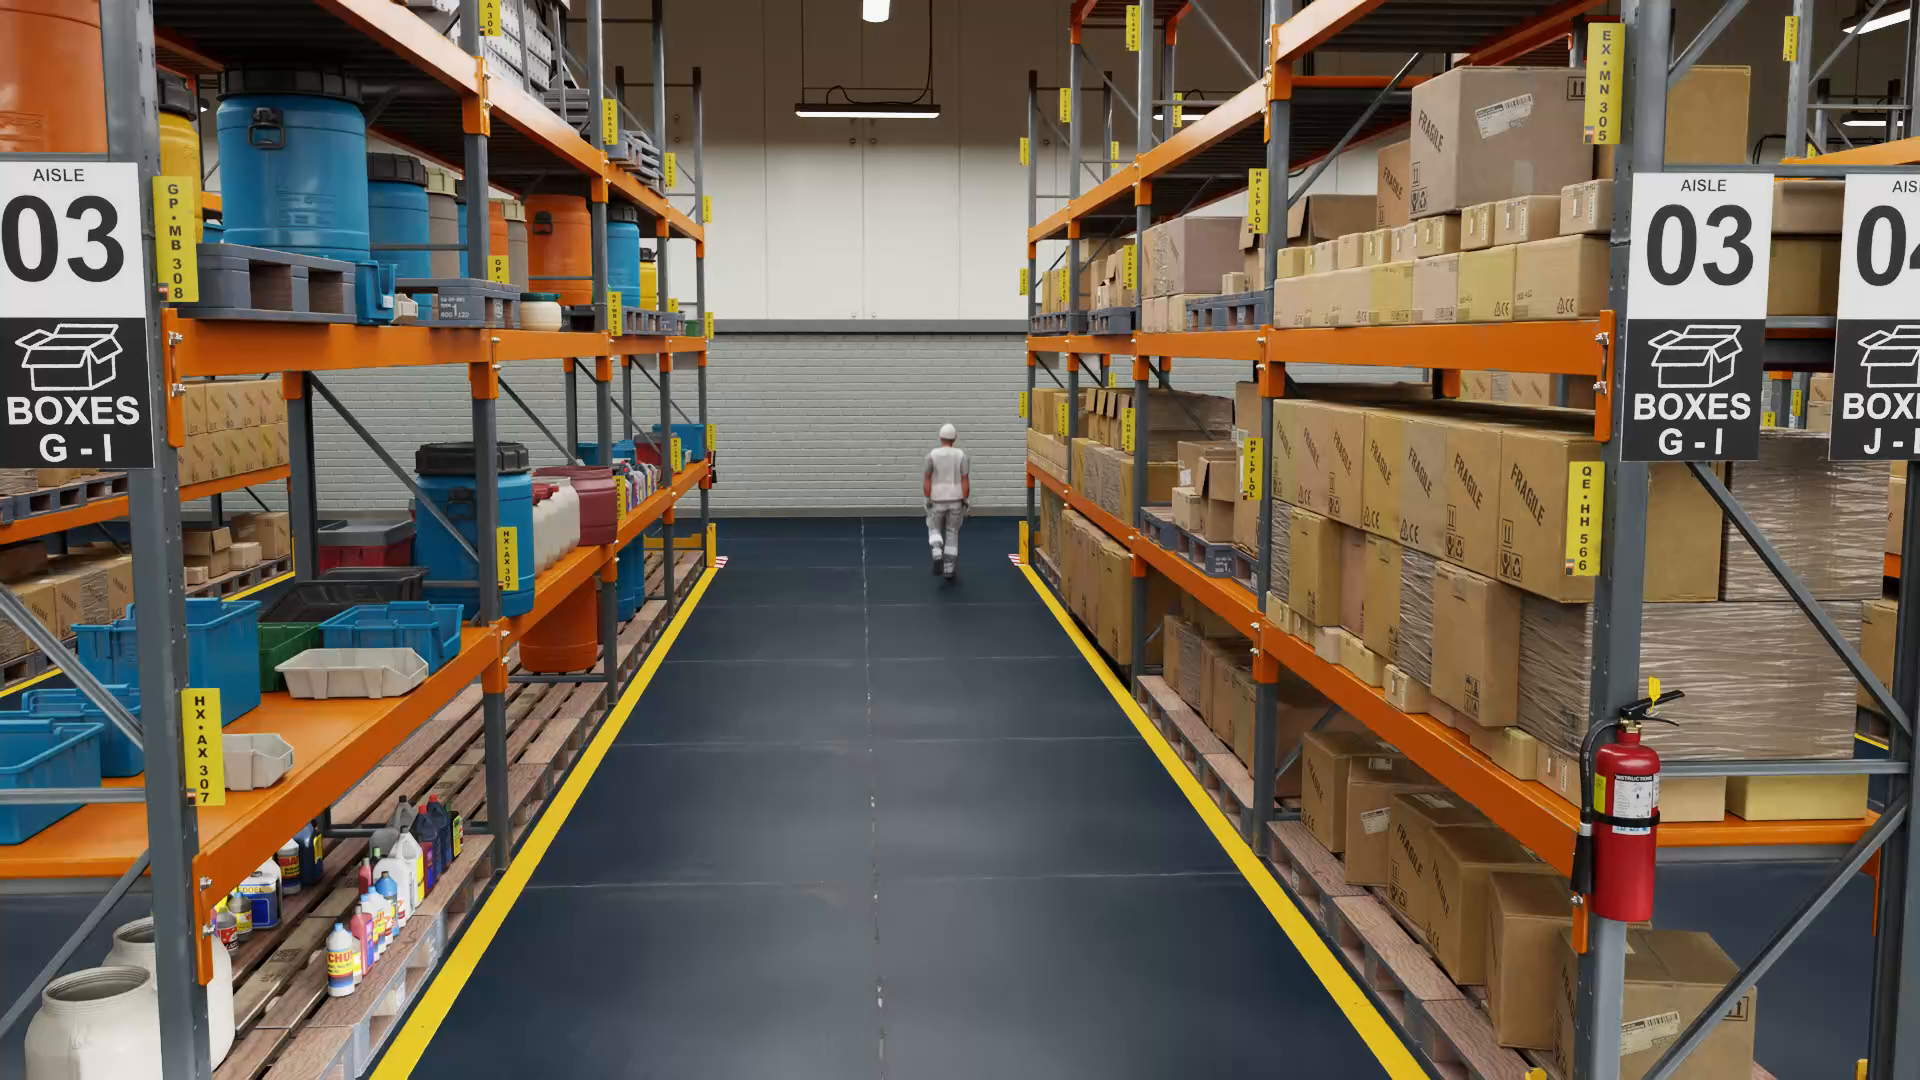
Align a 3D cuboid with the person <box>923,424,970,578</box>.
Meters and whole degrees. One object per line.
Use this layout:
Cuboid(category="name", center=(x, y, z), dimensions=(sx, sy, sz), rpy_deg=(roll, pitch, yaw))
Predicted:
Cuboid(category="person", center=(-0.151, -0.456, 19.265), dimensions=(0.543, 1.782, 0.464), rpy_deg=(0, 7, 0))
